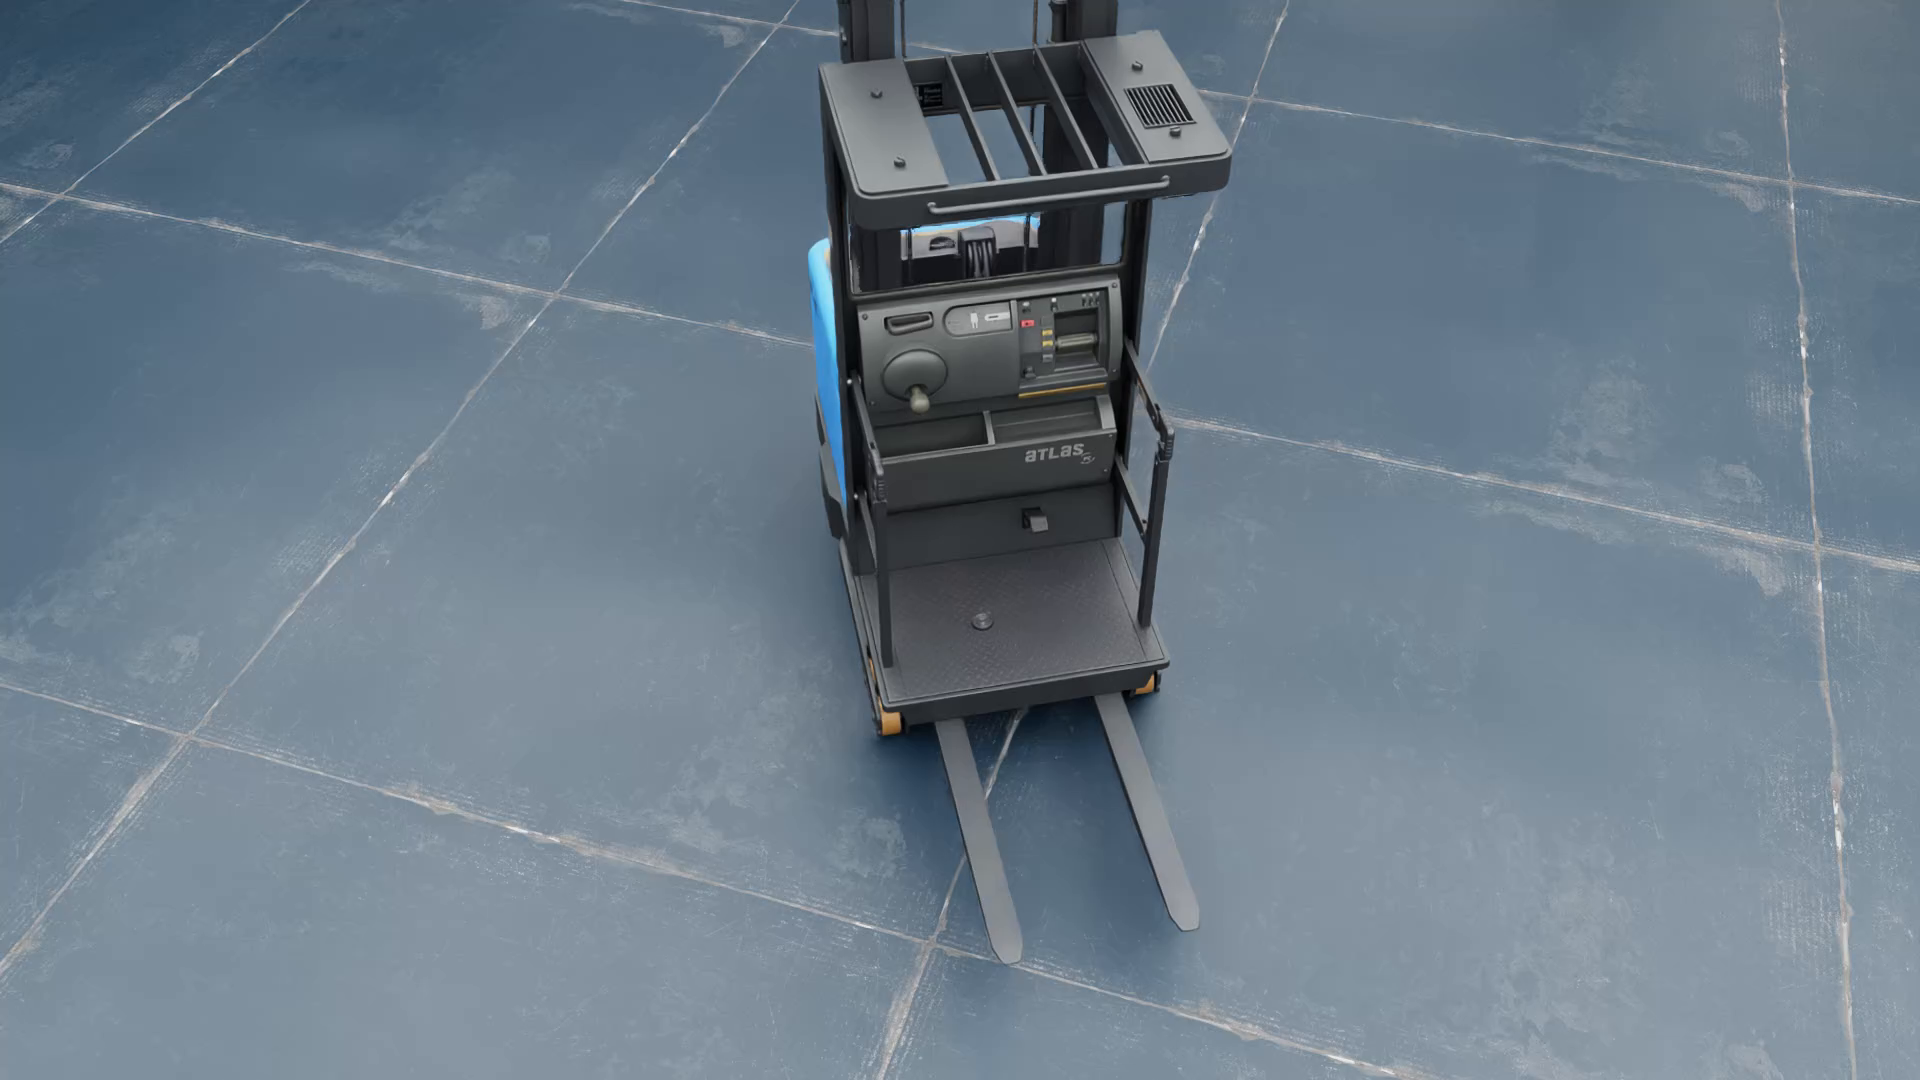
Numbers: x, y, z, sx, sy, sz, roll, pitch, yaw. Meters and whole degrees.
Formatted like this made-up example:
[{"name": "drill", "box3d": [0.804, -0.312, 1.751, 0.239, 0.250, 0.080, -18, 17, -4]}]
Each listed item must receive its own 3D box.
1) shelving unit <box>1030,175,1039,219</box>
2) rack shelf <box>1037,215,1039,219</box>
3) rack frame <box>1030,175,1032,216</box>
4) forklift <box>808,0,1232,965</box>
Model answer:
[{"name": "shelving unit", "box3d": [0.432, -1.139, 7.453, 0.189, 1.200, 0.258, 19, 48, 20]}, {"name": "rack shelf", "box3d": [0.429, -1.365, 7.234, 0.180, 0.103, 0.258, 19, 48, 20]}, {"name": "rack frame", "box3d": [0.351, -1.167, 7.484, 0.006, 1.200, 0.240, 19, 48, 20]}, {"name": "forklift", "box3d": [0.158, -0.589, 5.655, 1.130, 2.935, 3.031, -8, 45, -8]}]
